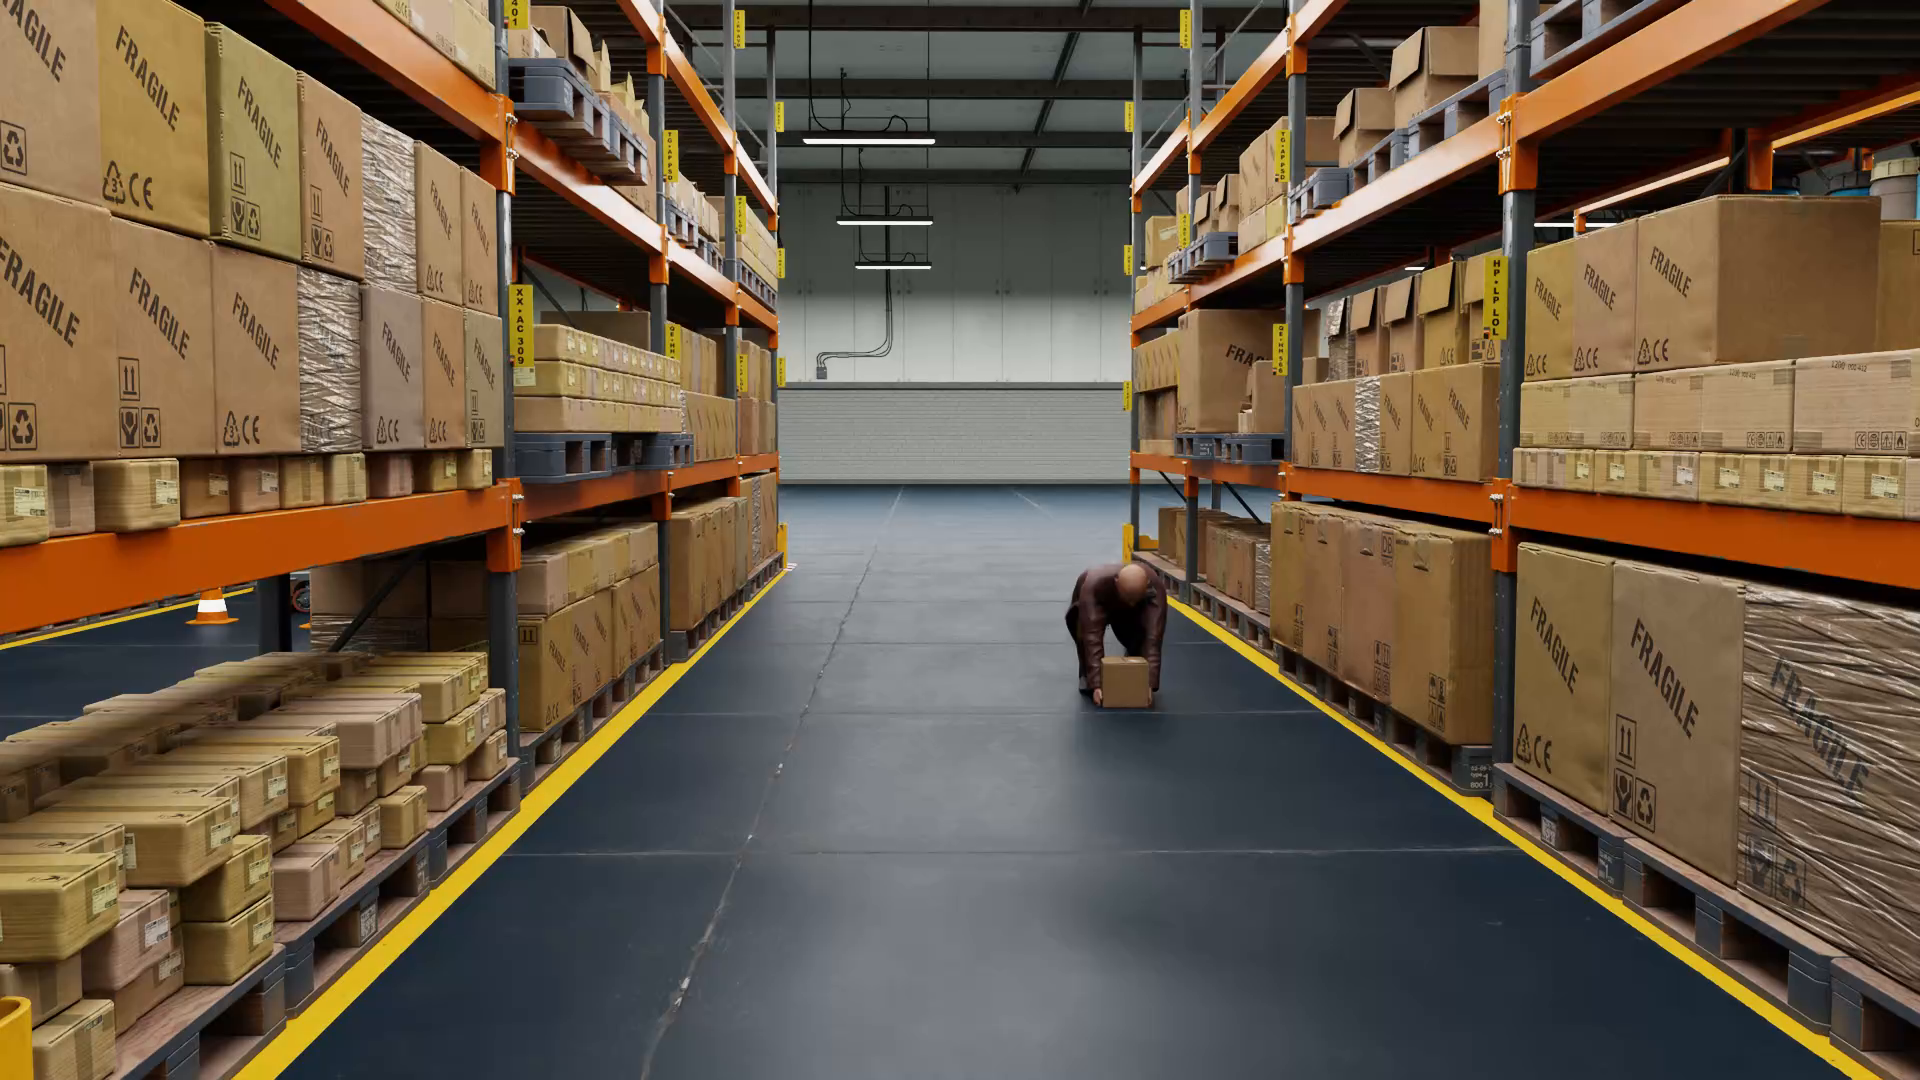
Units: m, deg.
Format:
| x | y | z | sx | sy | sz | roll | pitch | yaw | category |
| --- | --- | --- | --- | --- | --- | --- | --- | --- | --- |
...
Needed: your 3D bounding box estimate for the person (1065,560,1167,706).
| x | y | z | sx | sy | sz | roll | pitch | yaw | category |
| --- | --- | --- | --- | --- | --- | --- | --- | --- | --- |
| 0.902 | 0.516 | 9.605 | 0.577 | 0.806 | 0.945 | 0 | 4 | -3 | person |
